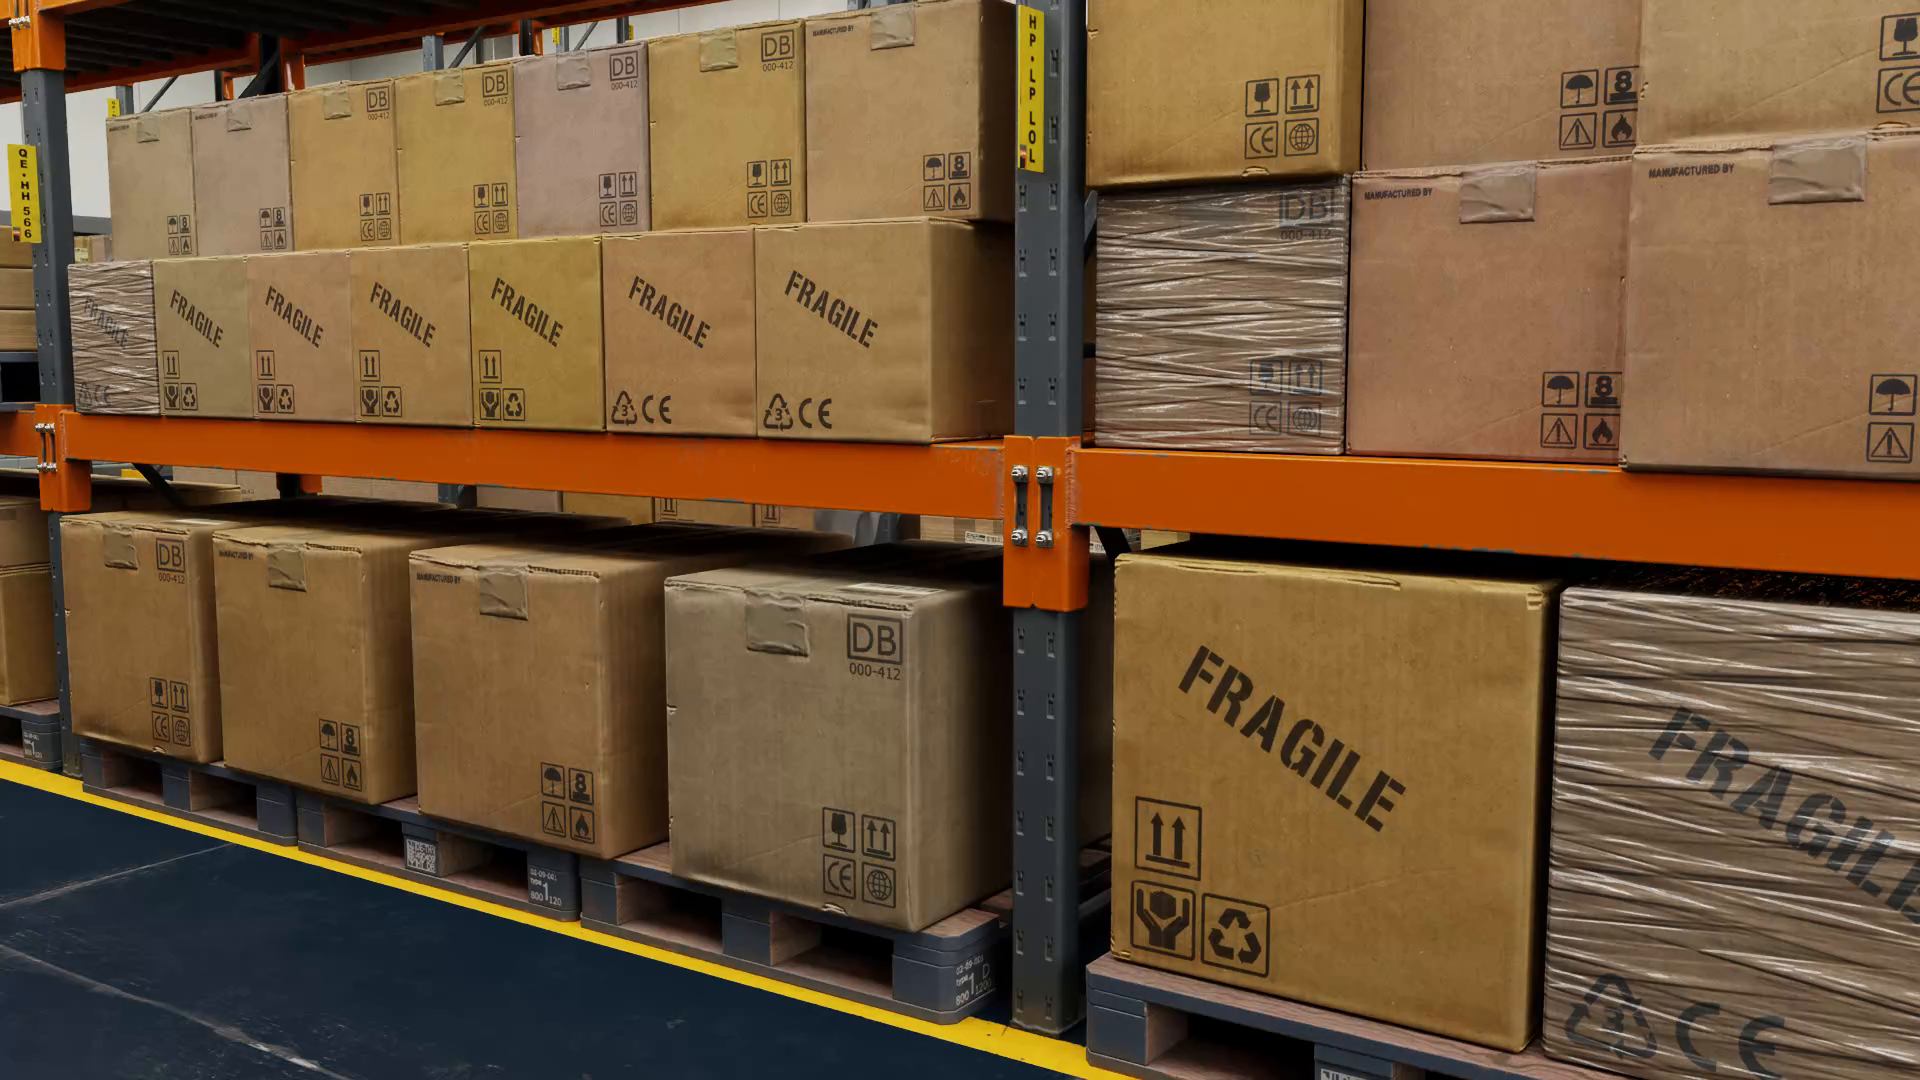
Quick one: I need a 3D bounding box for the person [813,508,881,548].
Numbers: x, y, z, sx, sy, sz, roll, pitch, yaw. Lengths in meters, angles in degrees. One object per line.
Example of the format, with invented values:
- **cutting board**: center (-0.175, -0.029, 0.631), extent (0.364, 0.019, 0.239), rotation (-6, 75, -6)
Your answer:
- **person**: center (-0.568, -0.192, 7.739), extent (0.555, 1.662, 0.437), rotation (4, 8, 34)
